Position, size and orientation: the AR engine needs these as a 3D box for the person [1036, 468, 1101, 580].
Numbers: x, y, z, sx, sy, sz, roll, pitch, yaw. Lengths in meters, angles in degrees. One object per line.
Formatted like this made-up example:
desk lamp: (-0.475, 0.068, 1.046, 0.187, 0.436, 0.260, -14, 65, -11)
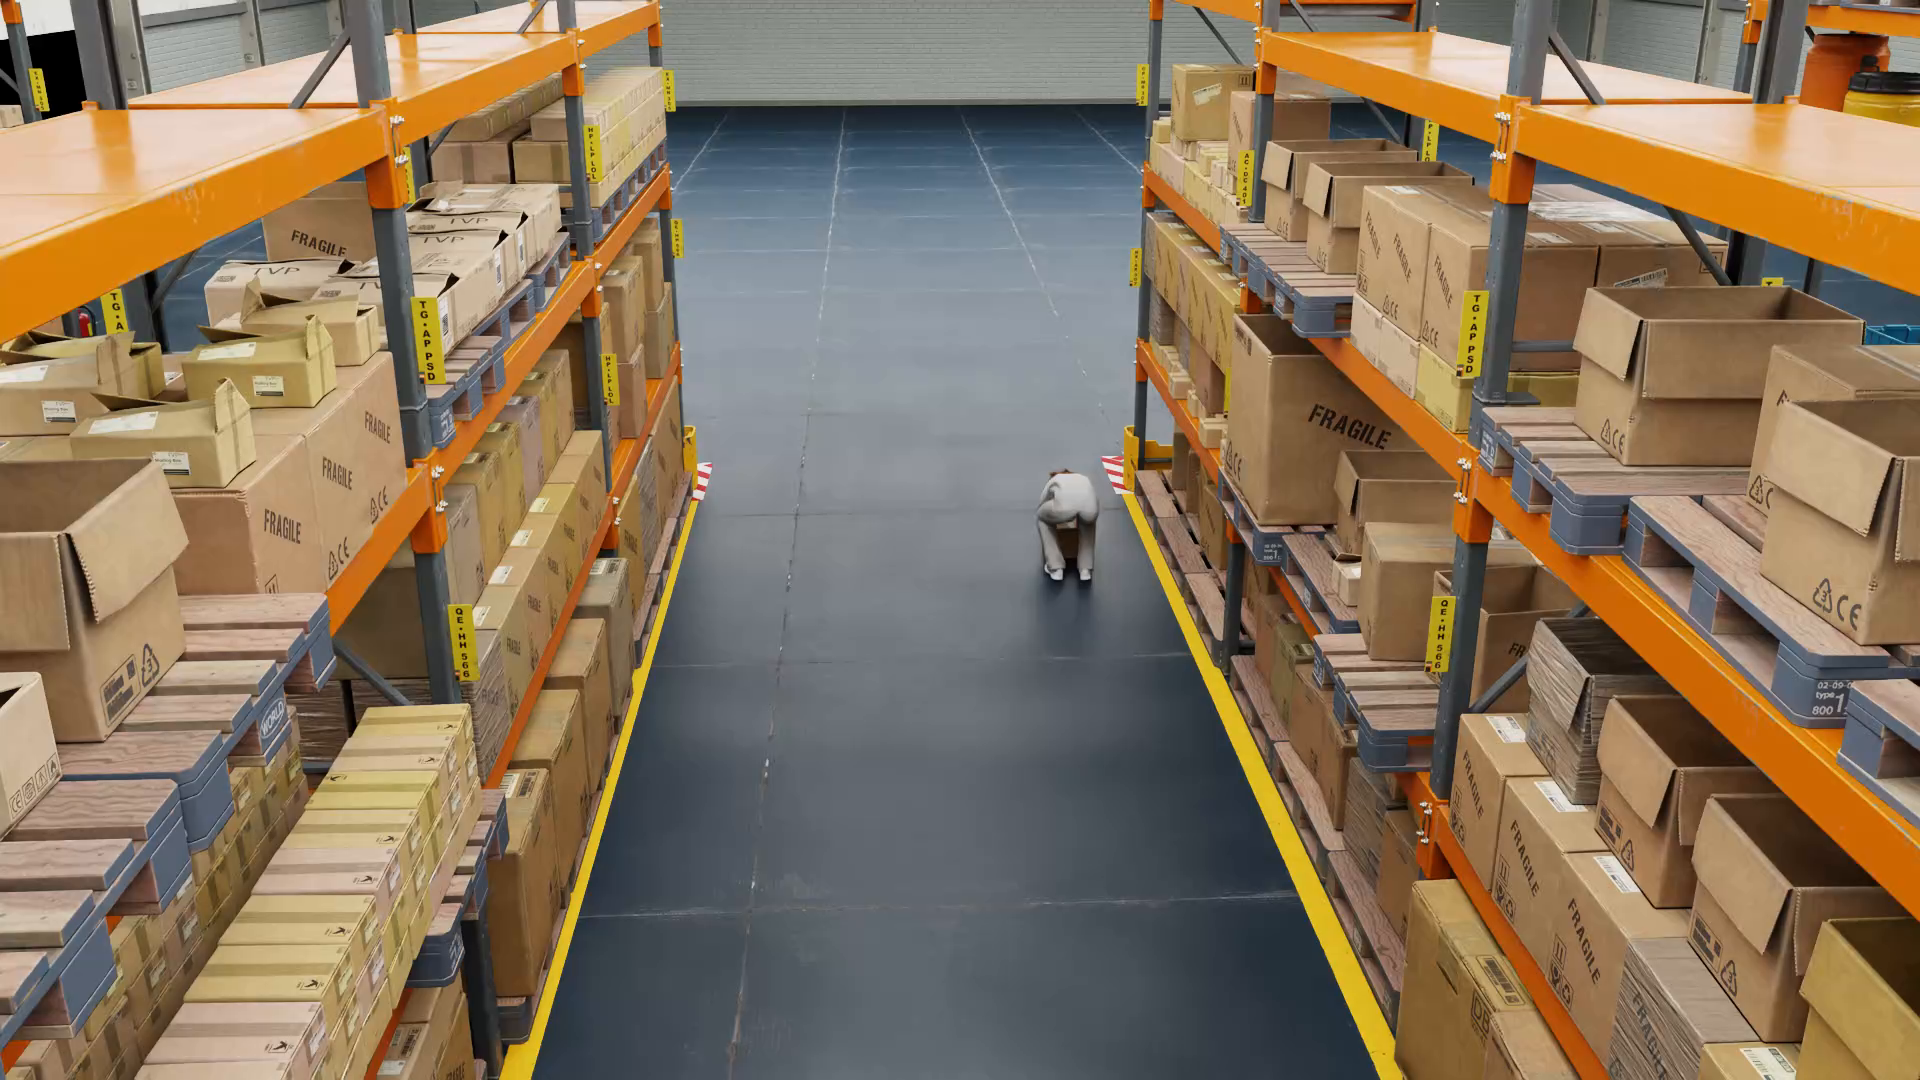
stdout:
person: (0.825, -0.125, 12.778, 0.474, 0.760, 0.862, -2, 21, -5)
